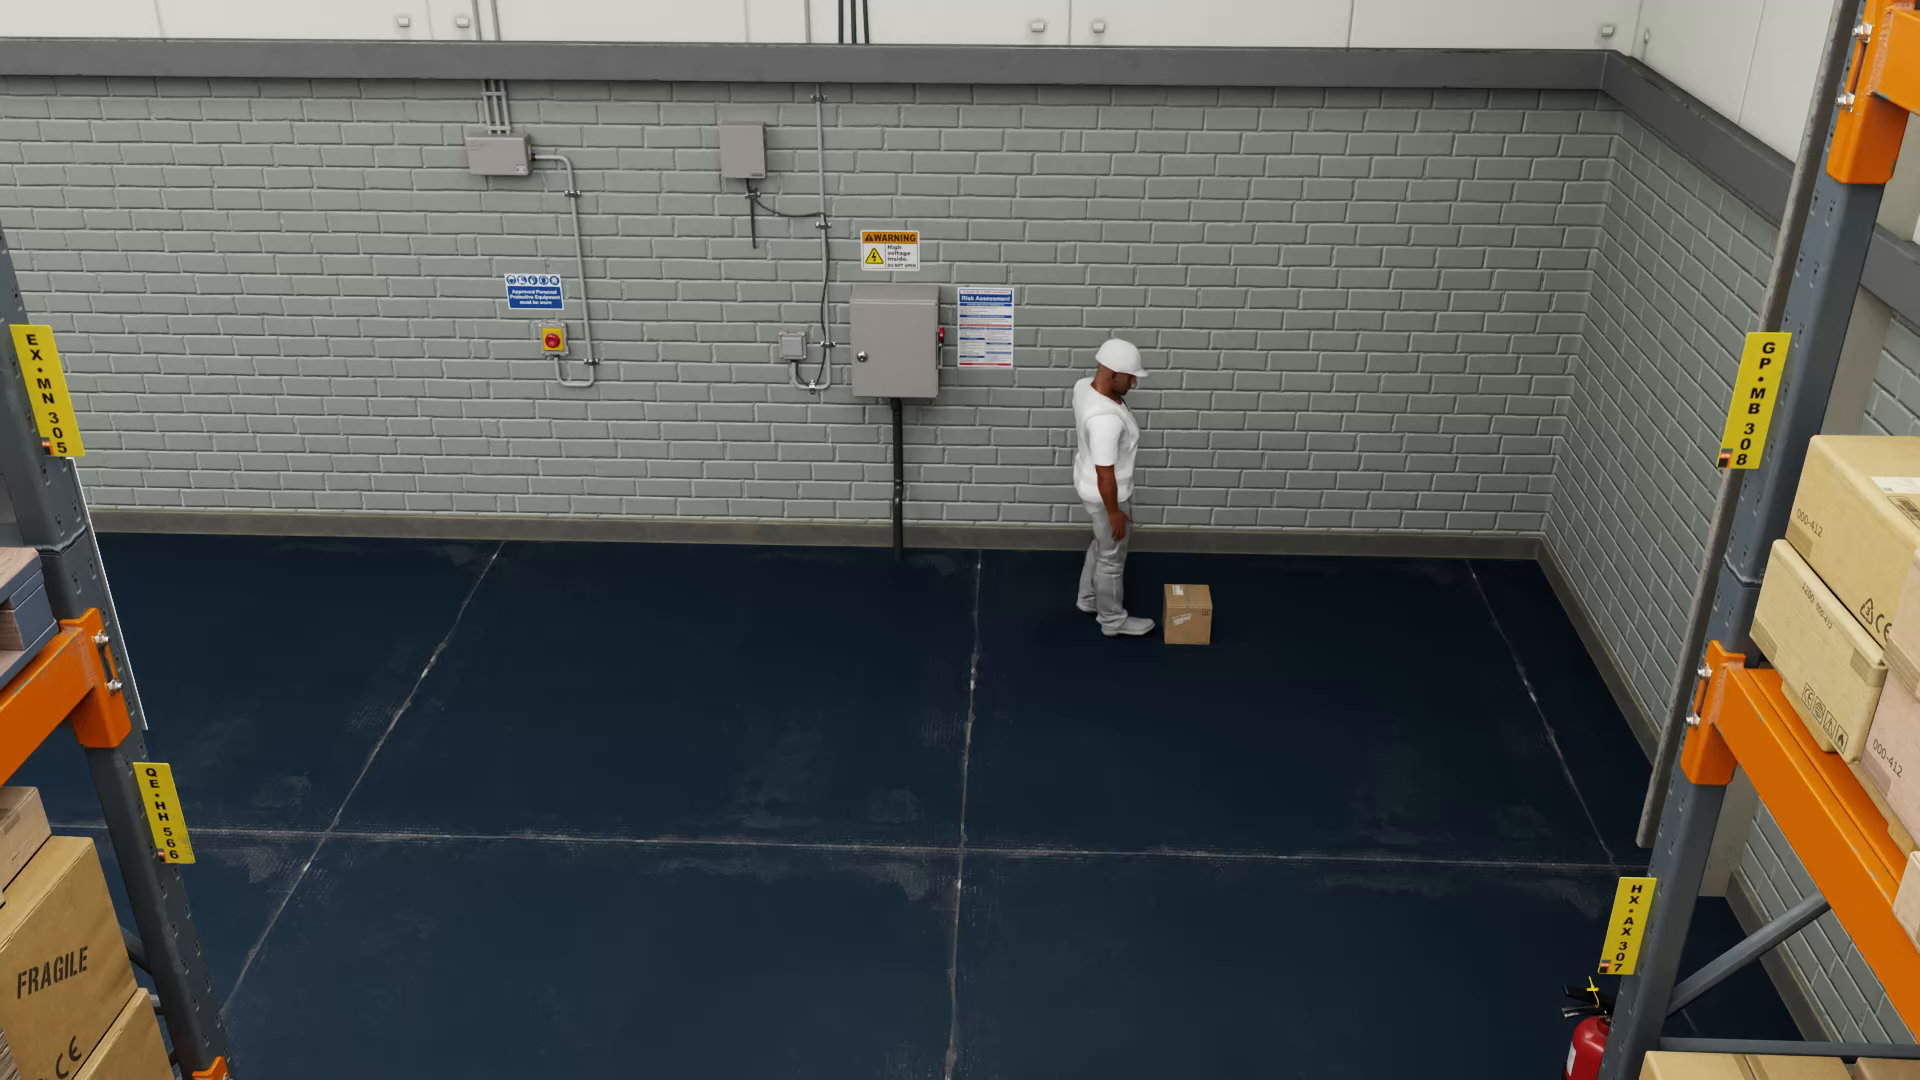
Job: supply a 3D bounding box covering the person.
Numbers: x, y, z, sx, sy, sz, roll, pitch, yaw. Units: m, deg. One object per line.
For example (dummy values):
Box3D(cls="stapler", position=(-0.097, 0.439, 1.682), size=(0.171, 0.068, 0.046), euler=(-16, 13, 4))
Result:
Box3D(cls="person", position=(0.859, -0.253, 9.082), size=(0.496, 1.819, 0.605), euler=(-2, 28, -4))
